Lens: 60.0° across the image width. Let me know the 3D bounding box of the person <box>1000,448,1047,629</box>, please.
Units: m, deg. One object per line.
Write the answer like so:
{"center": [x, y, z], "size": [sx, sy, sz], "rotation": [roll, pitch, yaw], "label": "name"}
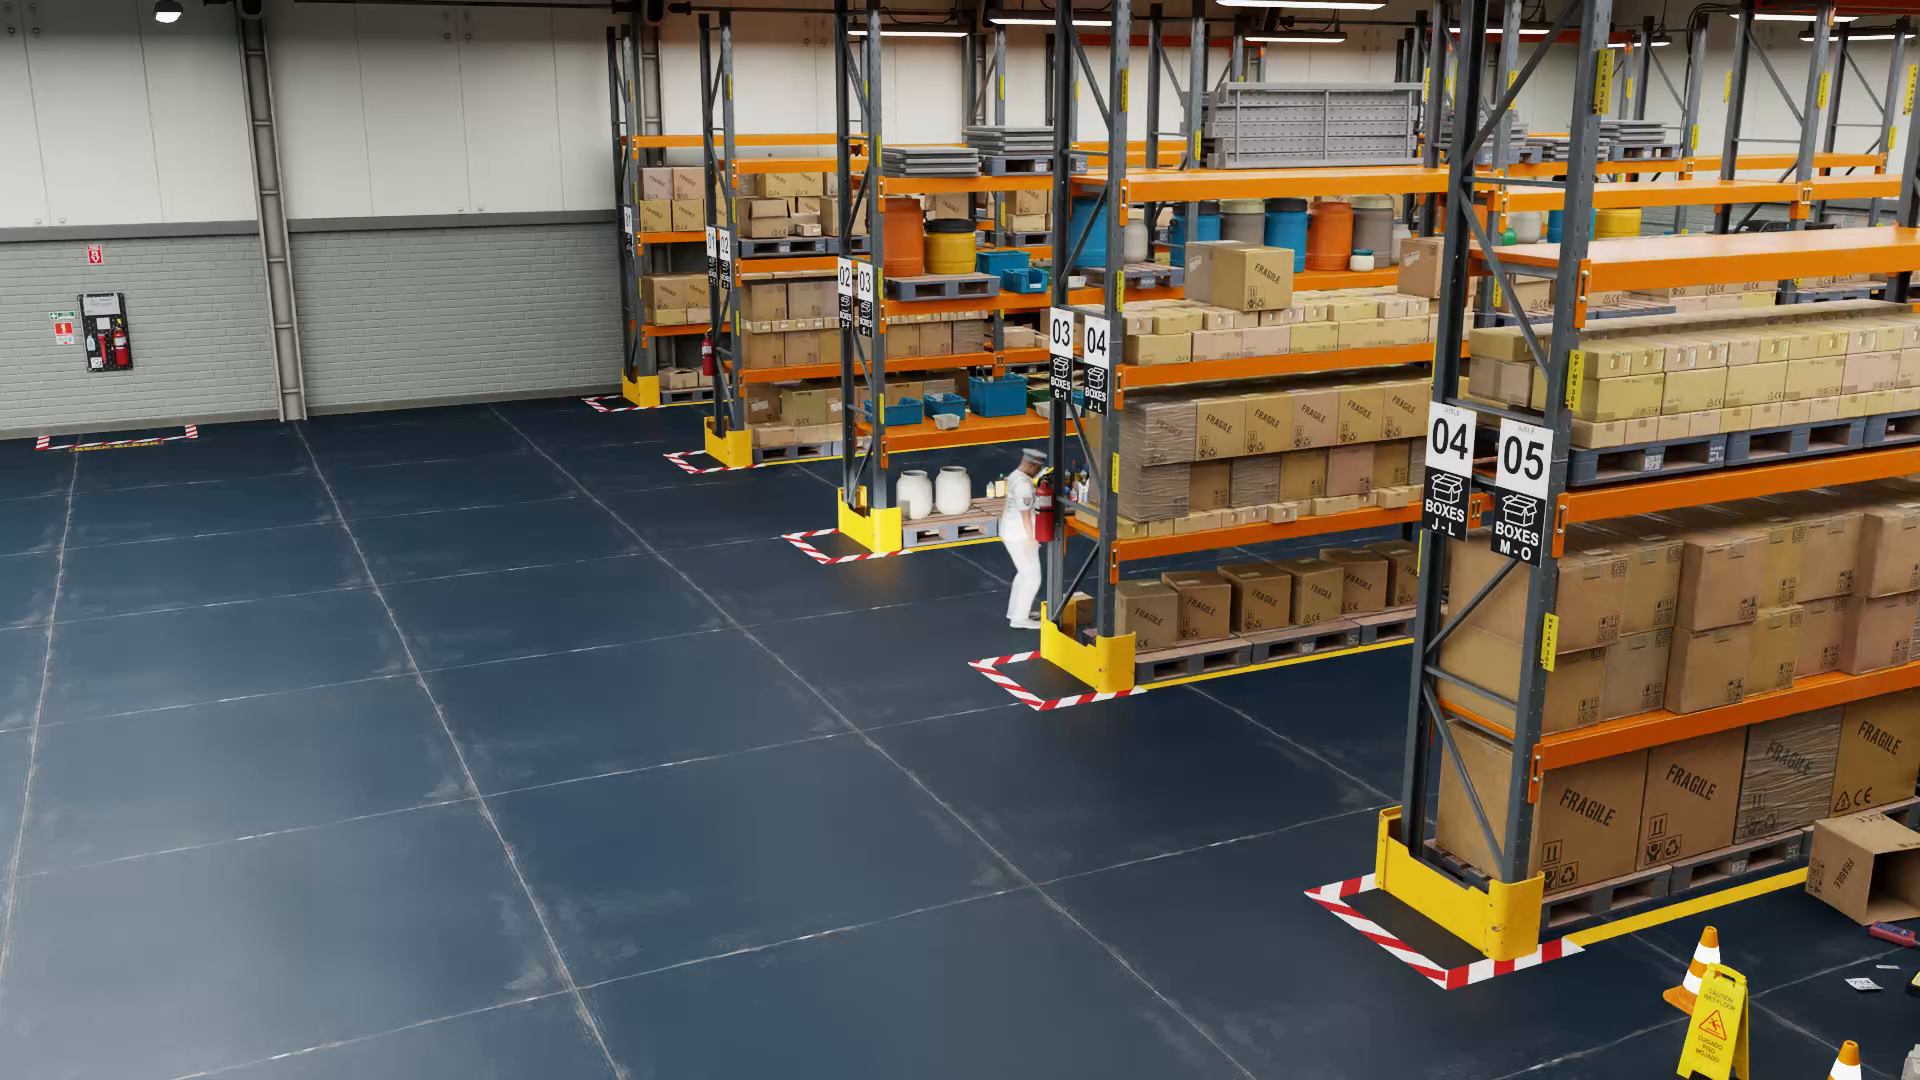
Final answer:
{"center": [0.612, -0.027, 16.003], "size": [0.440, 1.722, 0.547], "rotation": [-1, 15, -5], "label": "person"}
